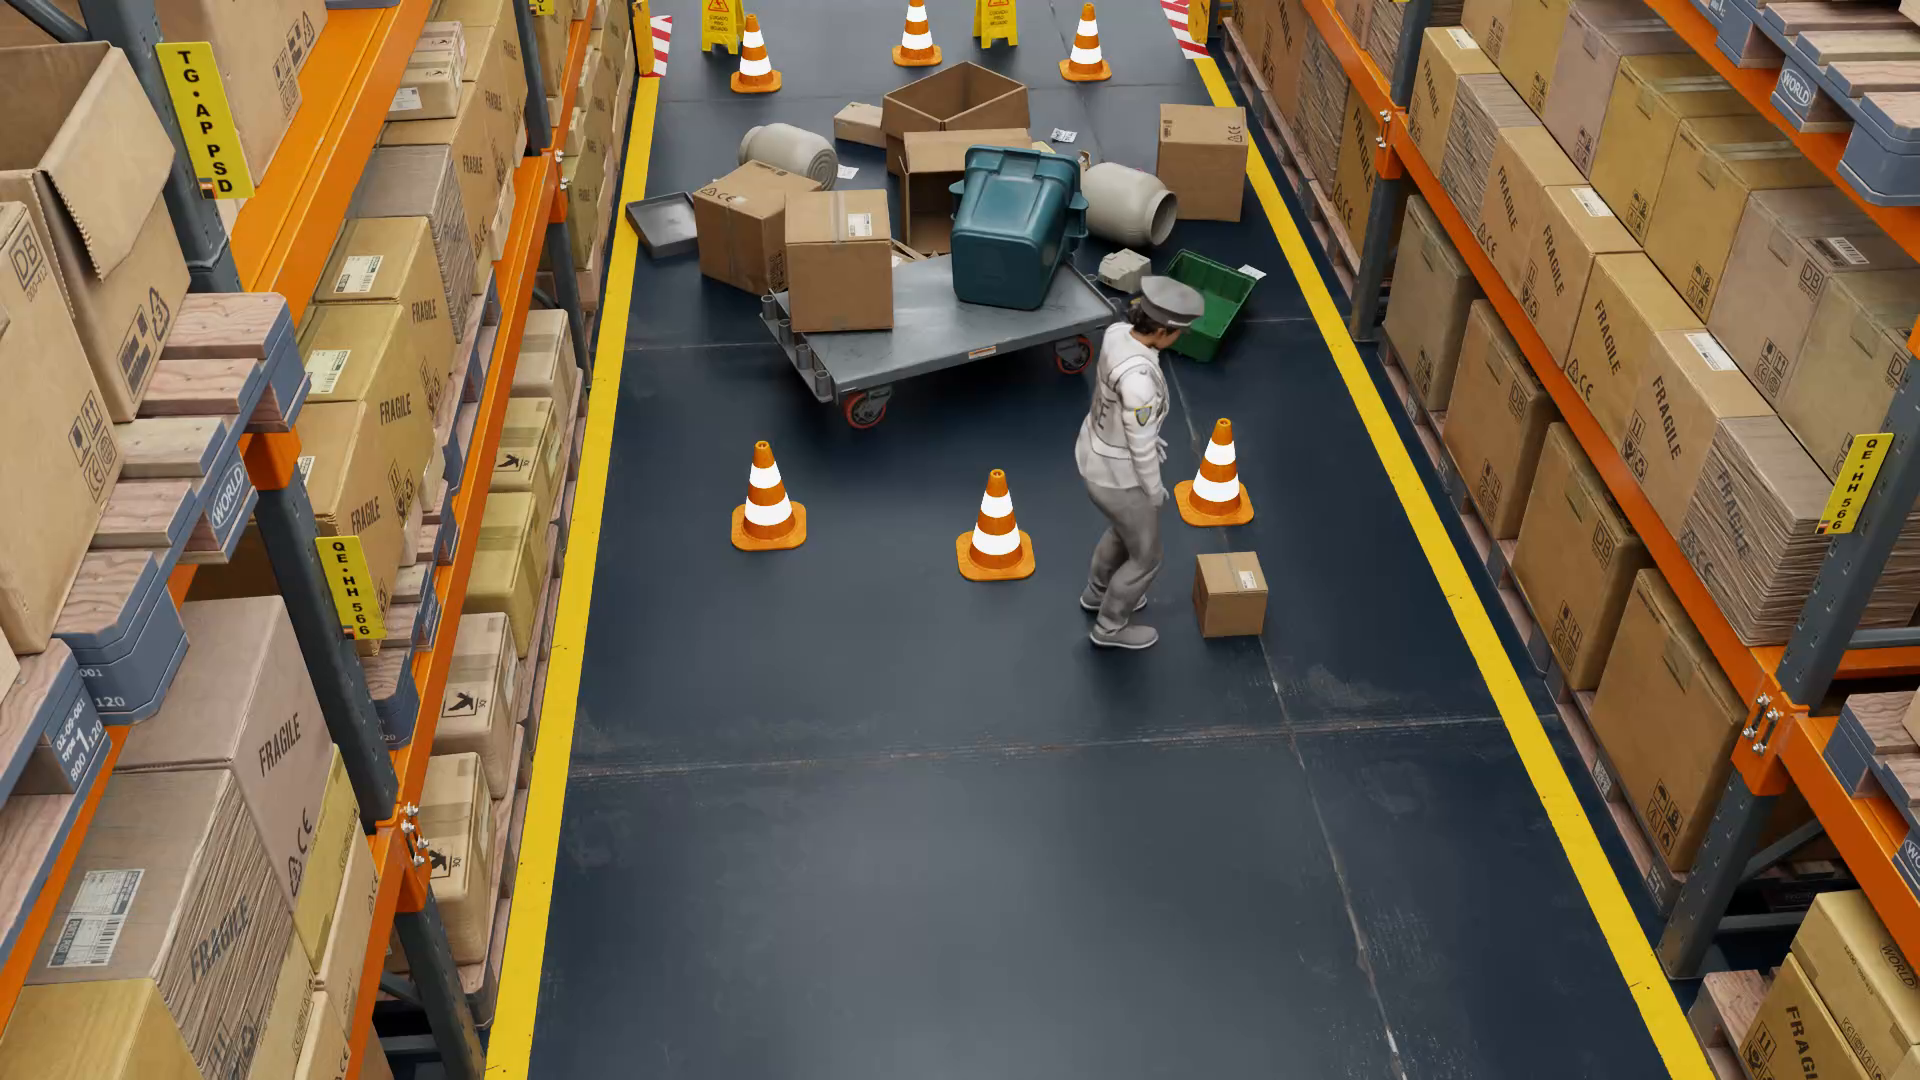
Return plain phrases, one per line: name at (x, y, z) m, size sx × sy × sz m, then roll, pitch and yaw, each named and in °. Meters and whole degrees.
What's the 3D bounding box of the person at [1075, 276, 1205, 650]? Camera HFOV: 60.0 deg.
person at (0.675, -0.294, 6.554) m, size 0.446 × 1.626 × 0.500 m, roll -2°, pitch 39°, yaw -3°
